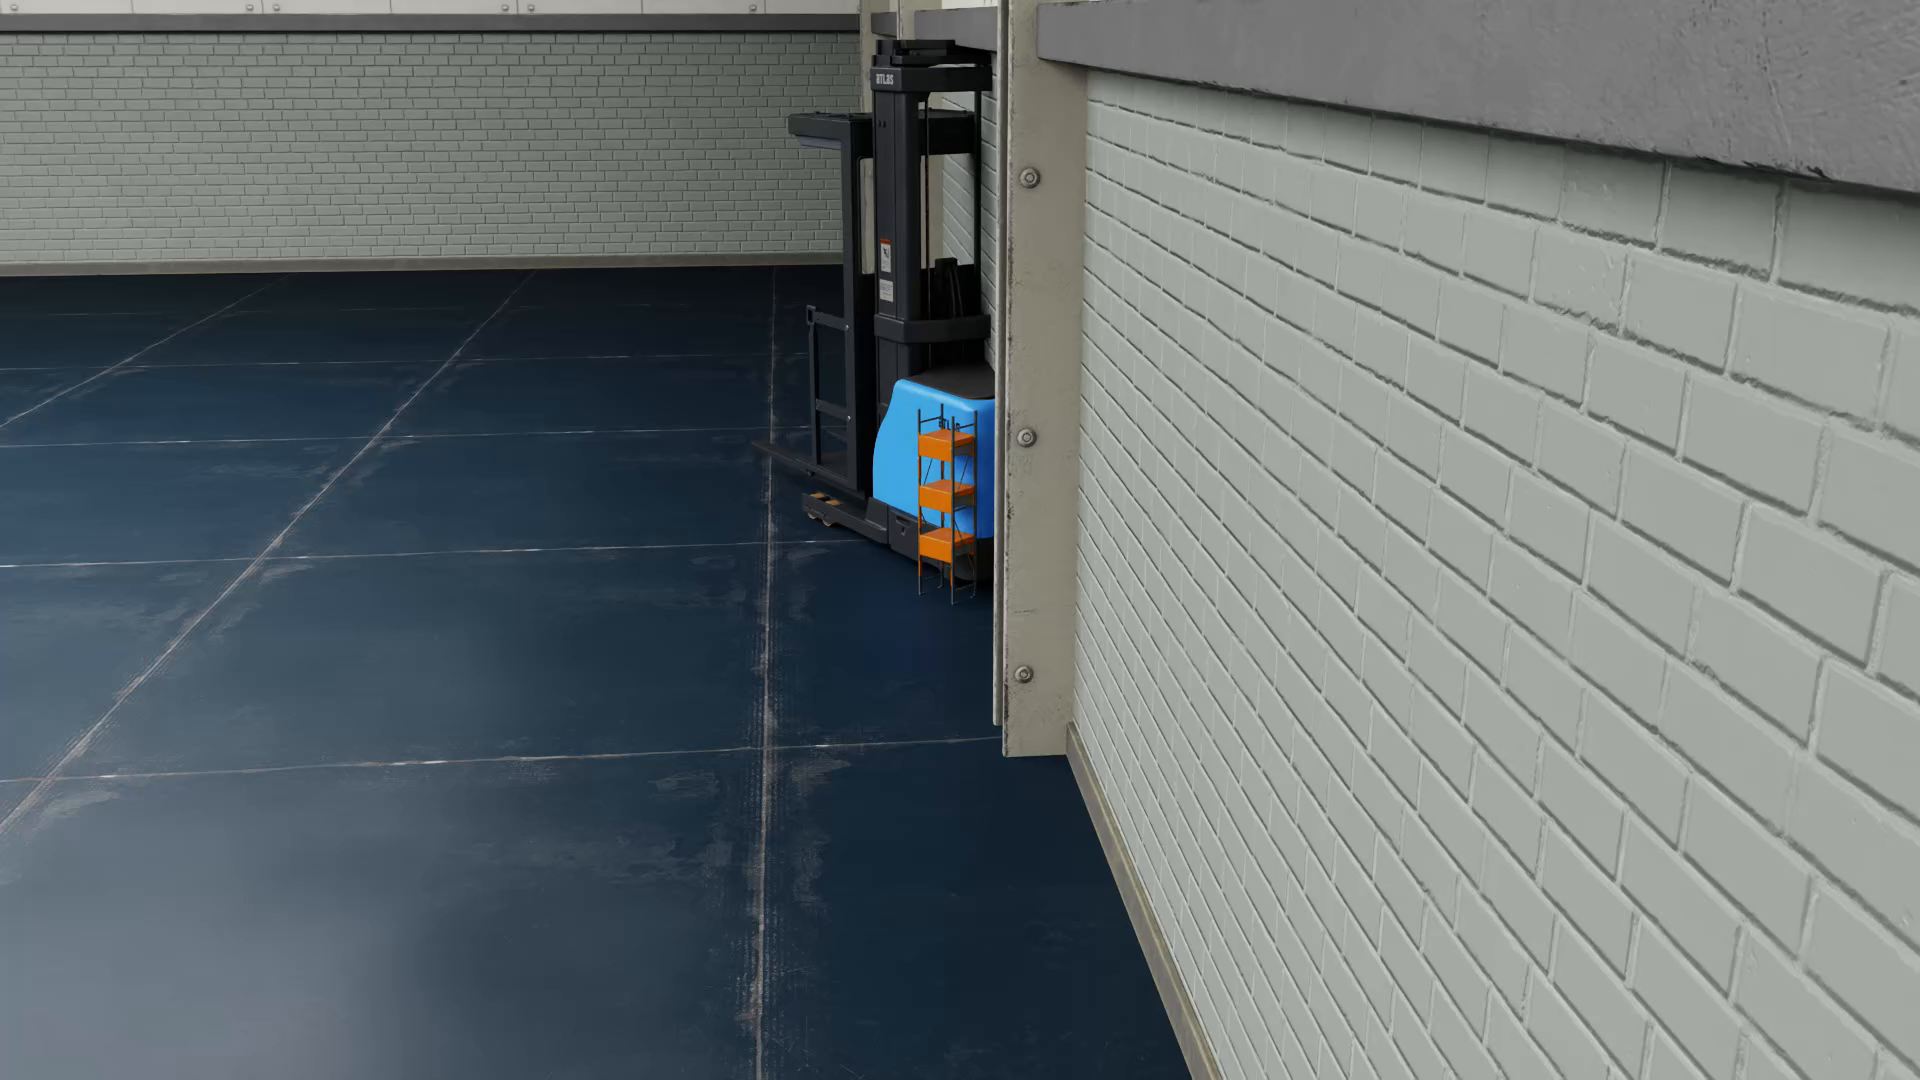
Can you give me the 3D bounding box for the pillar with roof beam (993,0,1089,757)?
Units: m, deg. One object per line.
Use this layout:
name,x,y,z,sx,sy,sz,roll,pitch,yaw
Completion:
pillar with roof beam,-3.958,-3.286,5.621,9.100,9.000,0.400,-2,18,-6

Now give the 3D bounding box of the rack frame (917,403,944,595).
rack frame,-0.159,-0.219,9.123,0.008,1.050,0.200,15,23,39

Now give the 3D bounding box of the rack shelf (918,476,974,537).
rack shelf,-0.067,-0.185,9.049,0.240,0.259,0.215,15,23,39

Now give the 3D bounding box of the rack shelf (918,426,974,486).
rack shelf,-0.067,-0.456,8.964,0.240,0.259,0.215,15,23,39

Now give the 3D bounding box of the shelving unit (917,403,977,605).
shelving unit,-0.067,-0.195,9.045,0.252,1.050,0.215,15,23,39

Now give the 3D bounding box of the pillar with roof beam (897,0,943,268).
pillar with roof beam,-4.577,-5.074,11.315,9.100,9.000,0.400,-2,18,-6

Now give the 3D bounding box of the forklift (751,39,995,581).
forklift,-0.346,-1.554,10.233,1.130,2.935,3.031,-11,21,-32

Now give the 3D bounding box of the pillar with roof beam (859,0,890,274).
pillar with roof beam,-5.196,-6.861,17.009,9.100,9.000,0.400,-2,18,-6

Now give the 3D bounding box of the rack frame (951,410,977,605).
rack frame,0.024,-0.171,8.968,0.008,1.050,0.200,15,23,39

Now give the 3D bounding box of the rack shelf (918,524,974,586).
rack shelf,-0.067,0.080,9.132,0.240,0.259,0.215,15,23,39
